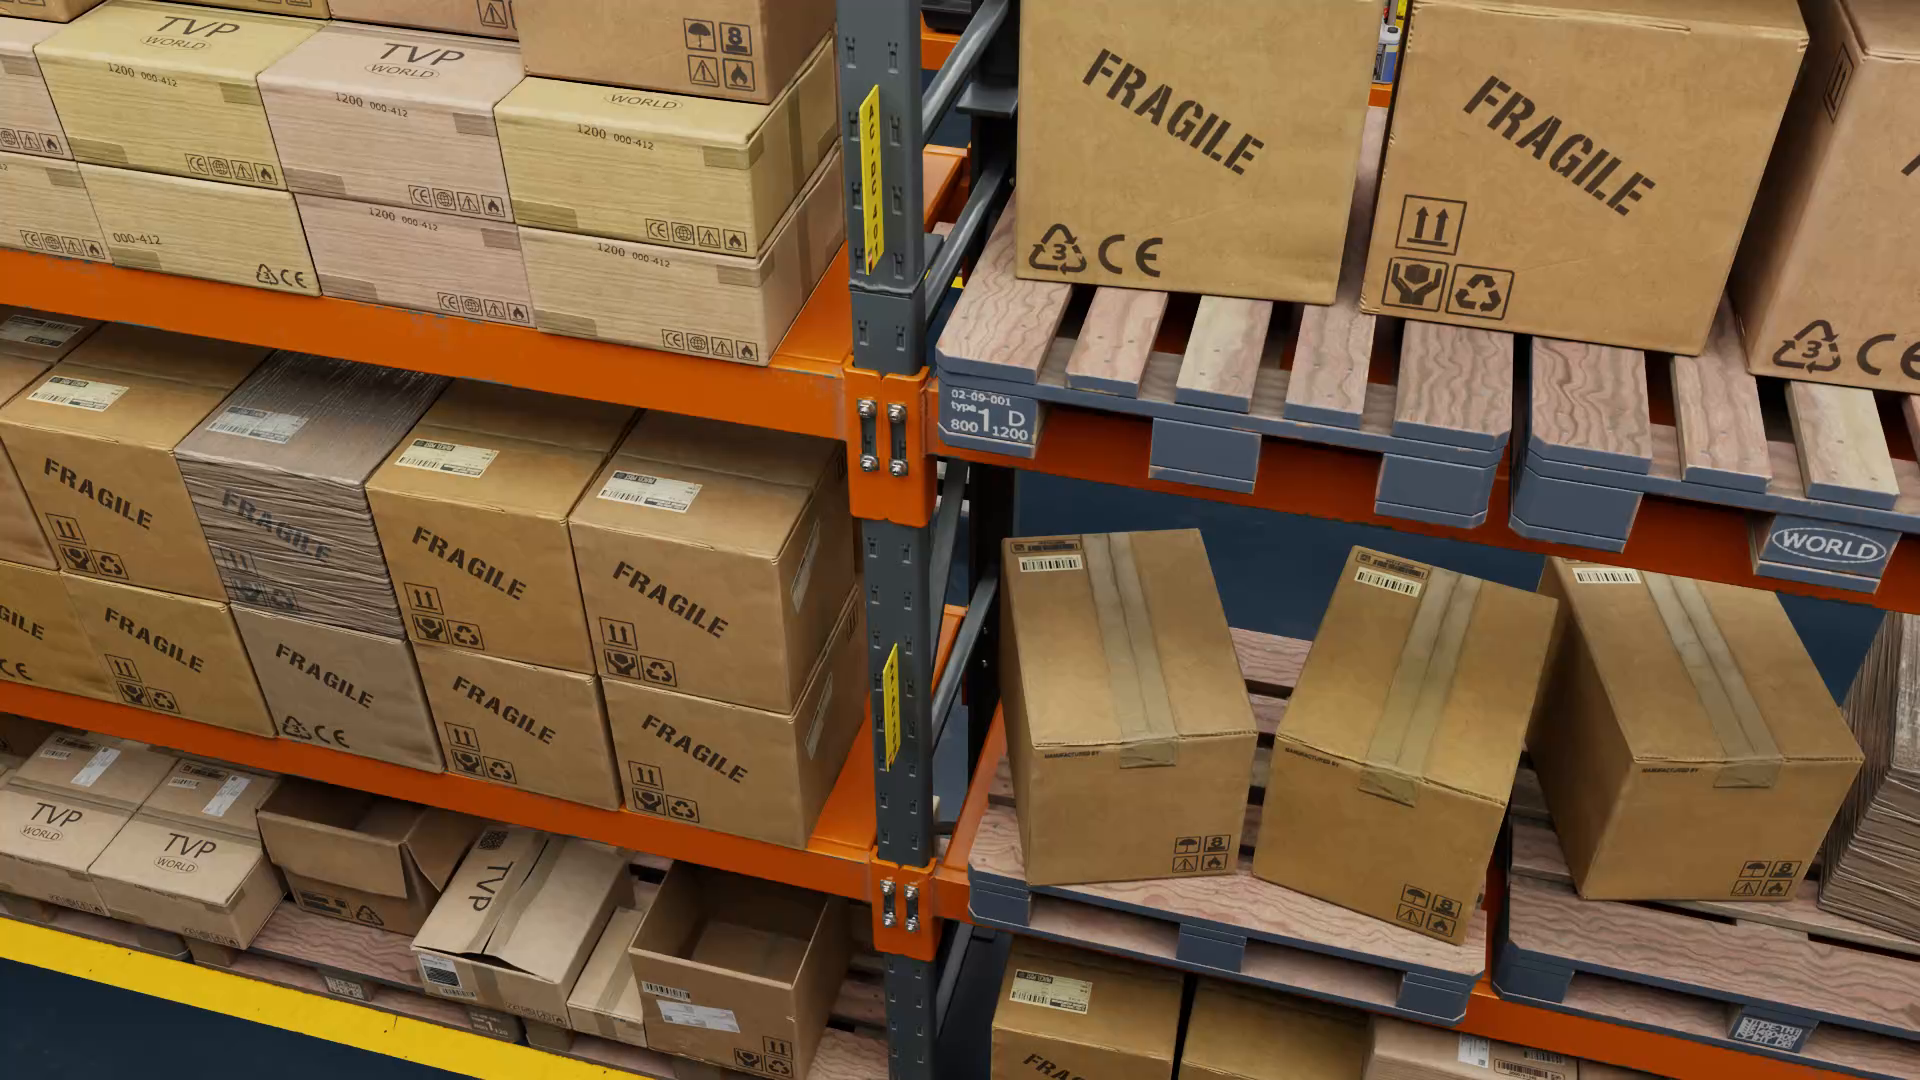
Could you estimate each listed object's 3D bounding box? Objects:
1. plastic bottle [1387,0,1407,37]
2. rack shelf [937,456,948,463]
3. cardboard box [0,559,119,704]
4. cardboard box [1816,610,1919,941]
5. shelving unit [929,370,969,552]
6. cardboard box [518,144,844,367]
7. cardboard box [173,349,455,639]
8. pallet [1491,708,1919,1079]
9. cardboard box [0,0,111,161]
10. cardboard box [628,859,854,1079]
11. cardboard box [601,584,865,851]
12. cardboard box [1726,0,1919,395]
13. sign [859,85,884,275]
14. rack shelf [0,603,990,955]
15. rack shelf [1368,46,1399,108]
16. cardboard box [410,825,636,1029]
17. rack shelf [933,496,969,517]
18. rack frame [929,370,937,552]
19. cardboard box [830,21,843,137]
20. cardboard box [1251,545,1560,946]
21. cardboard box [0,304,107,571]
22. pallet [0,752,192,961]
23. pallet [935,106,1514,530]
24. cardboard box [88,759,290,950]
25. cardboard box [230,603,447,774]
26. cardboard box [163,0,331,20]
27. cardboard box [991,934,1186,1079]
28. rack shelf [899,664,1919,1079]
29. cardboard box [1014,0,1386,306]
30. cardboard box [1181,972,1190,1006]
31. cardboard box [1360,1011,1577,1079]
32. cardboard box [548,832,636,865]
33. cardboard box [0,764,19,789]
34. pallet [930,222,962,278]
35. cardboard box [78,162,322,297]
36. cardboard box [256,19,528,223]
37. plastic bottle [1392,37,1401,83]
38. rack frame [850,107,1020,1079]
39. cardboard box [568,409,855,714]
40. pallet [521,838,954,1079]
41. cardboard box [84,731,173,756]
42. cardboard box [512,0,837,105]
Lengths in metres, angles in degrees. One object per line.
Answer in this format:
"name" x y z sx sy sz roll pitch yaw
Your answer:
"plastic bottle" 2.198 -2.643 8.103 0.185 0.351 0.144 10 41 11
"rack shelf" -0.008 -0.389 6.926 0.200 0.077 0.258 10 41 11
"cardboard box" -2.541 0.078 4.747 0.500 0.500 0.500 10 41 11
"cardboard box" 2.371 0.536 3.875 0.500 0.500 0.700 17 43 20
"shelving unit" -0.008 -0.346 6.962 0.210 0.900 0.258 10 41 11
"cardboard box" -0.560 -0.631 3.453 0.500 0.250 0.500 10 41 11
"cardboard box" -1.559 -0.136 4.224 0.500 0.500 0.500 10 41 12
"pallet" 1.963 0.794 4.122 1.213 0.211 1.003 10 41 11
"cardboard box" -2.008 -1.072 3.590 0.500 0.250 0.500 10 41 11
"cardboard box" -0.645 1.246 5.035 0.500 0.500 0.500 10 41 11
"cardboard box" -0.570 0.414 4.347 0.500 0.500 0.500 10 41 12
"cardboard box" 1.736 -0.661 2.890 0.600 0.600 0.600 8 41 10
"sign" -0.154 -0.632 2.936 0.005 0.325 0.100 10 41 11
"rack shelf" -1.953 0.319 5.097 4.000 0.370 1.077 10 41 11
"rack shelf" 3.195 -2.093 7.969 4.000 0.370 1.077 10 41 11
"cardboard box" -1.369 1.194 5.245 0.500 0.311 0.500 10 41 11
"rack shelf" -0.008 -0.183 7.099 0.200 0.077 0.258 10 41 11
"rack frame" -0.106 -0.363 6.982 0.006 0.900 0.240 10 41 11
"cardboard box" -0.427 -1.142 3.673 0.500 0.250 0.500 10 41 11
"cardboard box" 1.059 0.469 3.954 0.500 0.500 0.700 16 43 18
"cardboard box" -2.536 -0.304 4.425 0.500 0.500 0.500 10 41 12
"pallet" -3.041 0.923 5.987 1.213 0.211 1.003 10 41 11
"pallet" 0.591 -0.549 3.385 1.003 0.211 1.213 10 41 11
"cardboard box" -2.467 1.028 5.489 0.500 0.250 0.500 10 41 11
"cardboard box" -1.566 0.245 4.548 0.500 0.500 0.500 11 41 12
"cardboard box" -1.432 -1.502 3.518 0.500 0.500 0.700 10 41 11
"cardboard box" 0.383 1.396 4.856 0.500 0.500 0.500 8 41 9
"rack shelf" 1.911 0.984 4.306 4.000 0.370 1.077 10 41 11
"cardboard box" 0.446 -0.881 3.152 0.600 0.600 0.600 6 40 7
"cardboard box" 0.530 1.069 5.247 0.500 0.500 0.500 10 41 11
"cardboard box" 1.349 1.276 4.417 0.500 0.250 0.500 10 41 12
"cardboard box" -1.209 0.951 5.647 0.250 0.166 0.380 10 41 11
"cardboard box" -3.328 0.952 5.645 0.250 0.166 0.380 10 41 11
"pallet" 0.543 -1.731 9.147 1.213 0.211 1.003 10 41 11
"cardboard box" -1.525 -0.798 3.653 0.500 0.250 0.500 10 41 11
"cardboard box" -1.043 -0.904 3.390 0.500 0.250 0.500 10 41 11
"plastic bottle" 2.070 -2.241 7.686 0.097 0.271 0.097 0 40 0
"rack frame" -0.021 0.376 4.470 0.127 3.000 1.000 10 41 11
"cardboard box" -0.577 0.032 4.025 0.500 0.500 0.500 10 41 12
"pallet" -0.684 1.329 5.504 1.213 0.211 1.003 10 41 11
"cardboard box" -2.928 0.688 5.959 0.250 0.166 0.380 10 41 11
"cardboard box" -0.501 -1.251 3.220 0.500 0.500 0.700 10 41 11
